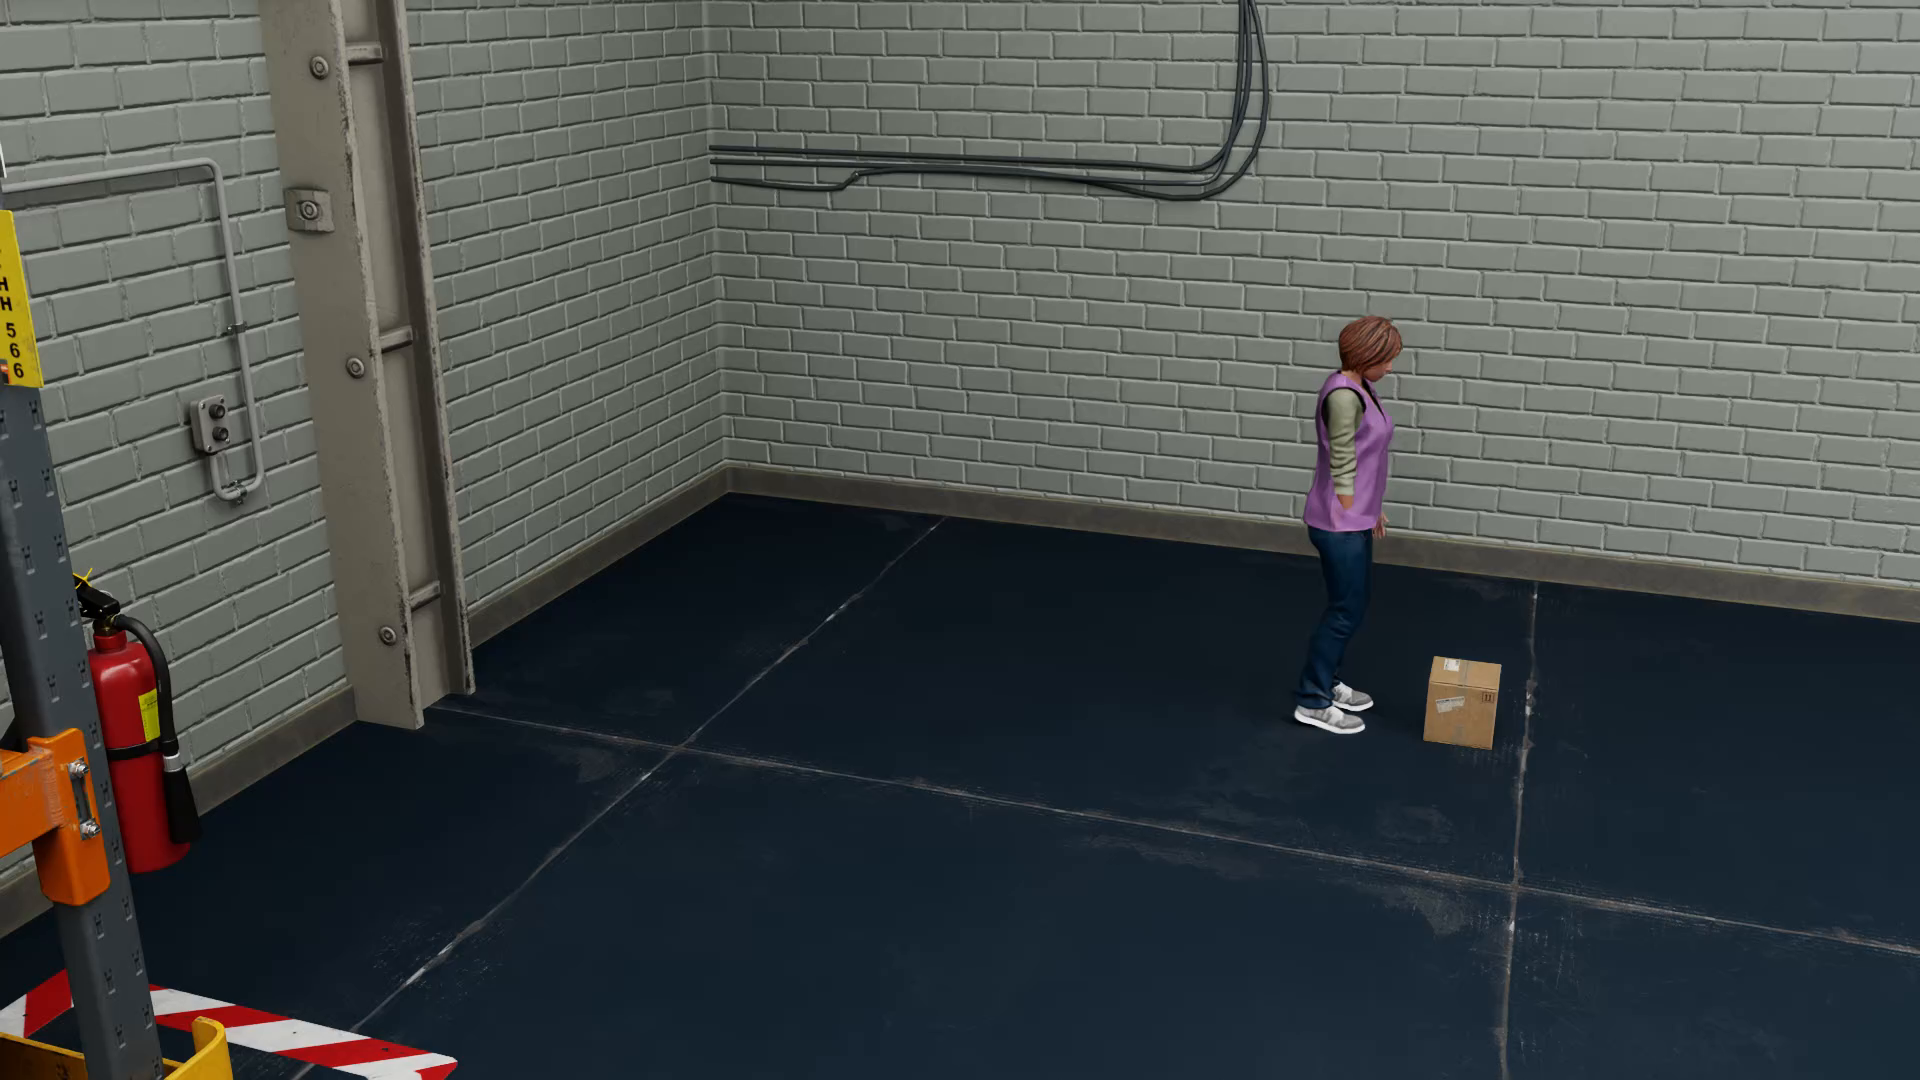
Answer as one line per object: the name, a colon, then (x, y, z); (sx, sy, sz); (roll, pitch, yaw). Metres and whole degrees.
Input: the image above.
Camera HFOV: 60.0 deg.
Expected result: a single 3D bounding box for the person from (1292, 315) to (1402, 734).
person: (1.460, -0.060, 6.307); (0.310, 1.577, 0.411); (7, 20, 19)
